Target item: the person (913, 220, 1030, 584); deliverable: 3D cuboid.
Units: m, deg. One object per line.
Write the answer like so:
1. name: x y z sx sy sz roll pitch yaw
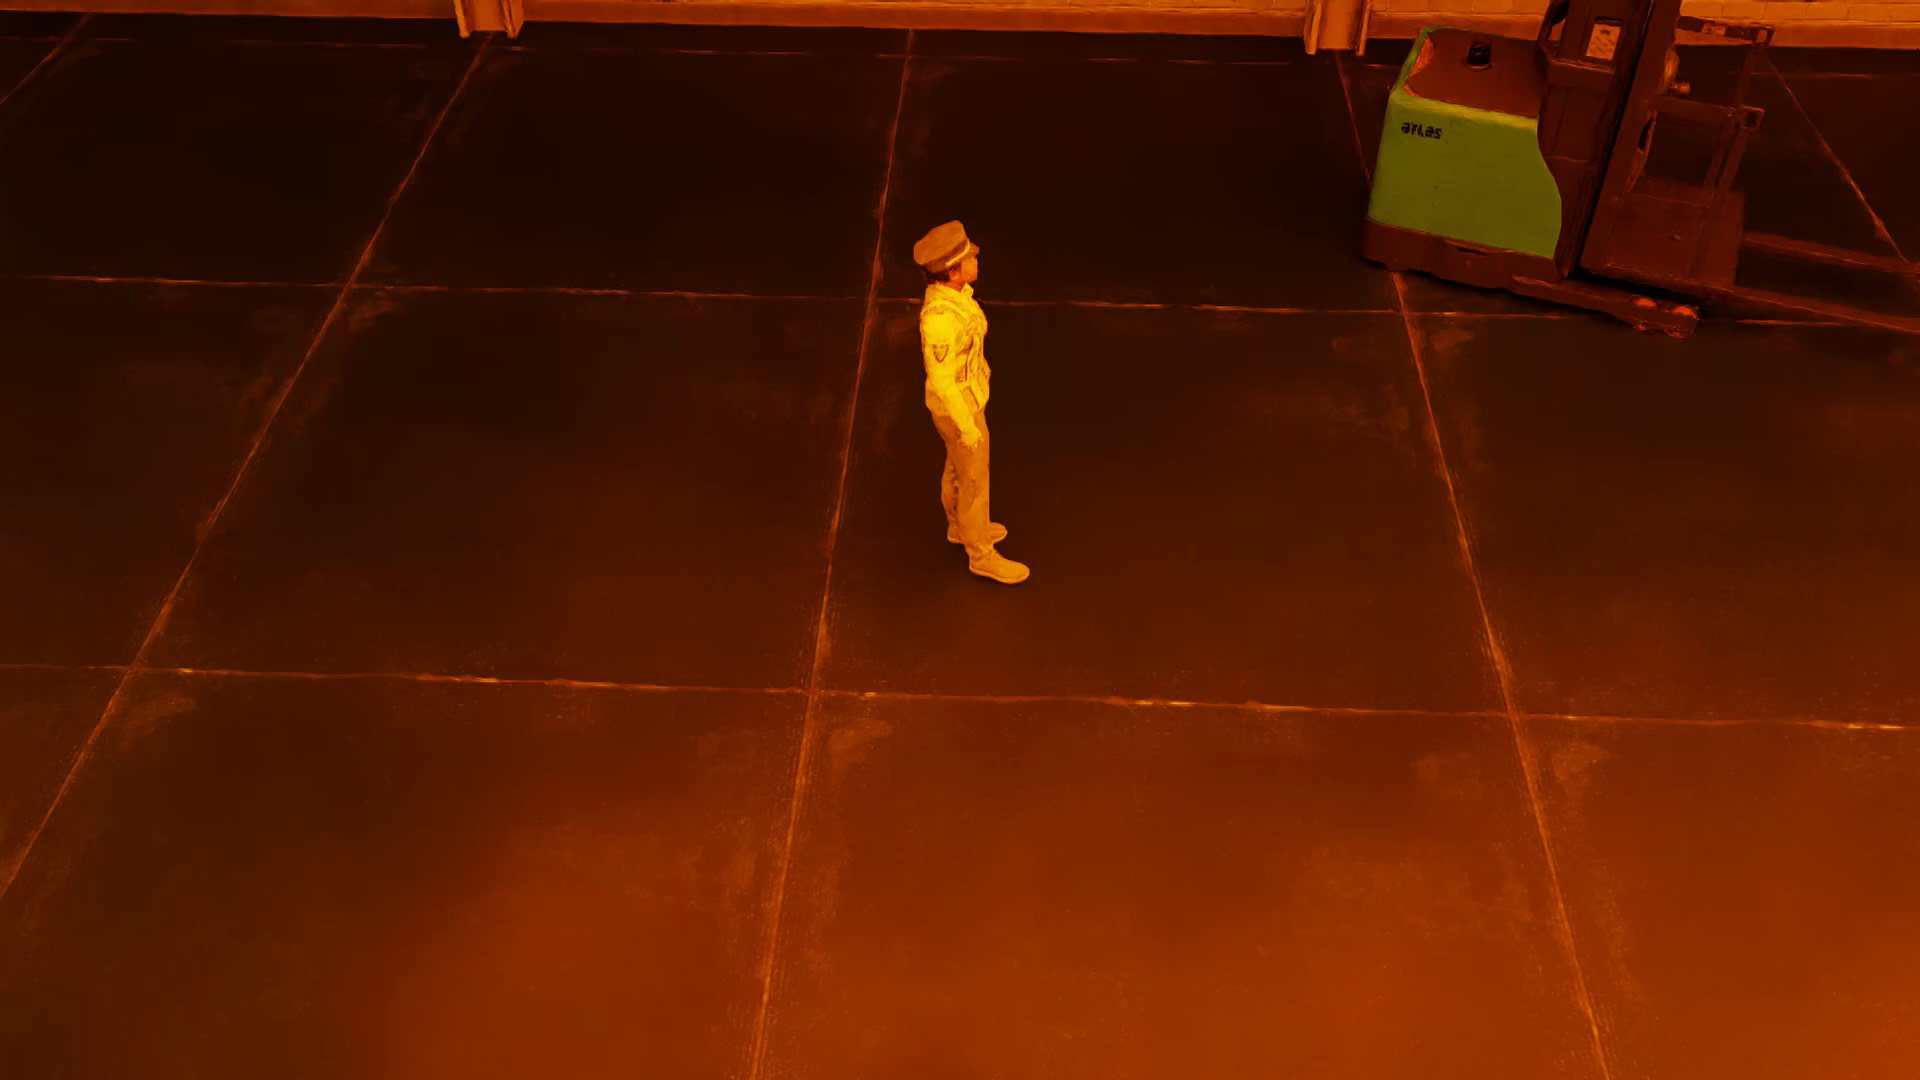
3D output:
1. person: 0.067 -0.624 7.332 0.532 1.695 0.586 2 42 2

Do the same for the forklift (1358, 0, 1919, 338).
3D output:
1. forklift: 3.876 -2.603 8.594 3.031 2.935 1.130 16 45 16
